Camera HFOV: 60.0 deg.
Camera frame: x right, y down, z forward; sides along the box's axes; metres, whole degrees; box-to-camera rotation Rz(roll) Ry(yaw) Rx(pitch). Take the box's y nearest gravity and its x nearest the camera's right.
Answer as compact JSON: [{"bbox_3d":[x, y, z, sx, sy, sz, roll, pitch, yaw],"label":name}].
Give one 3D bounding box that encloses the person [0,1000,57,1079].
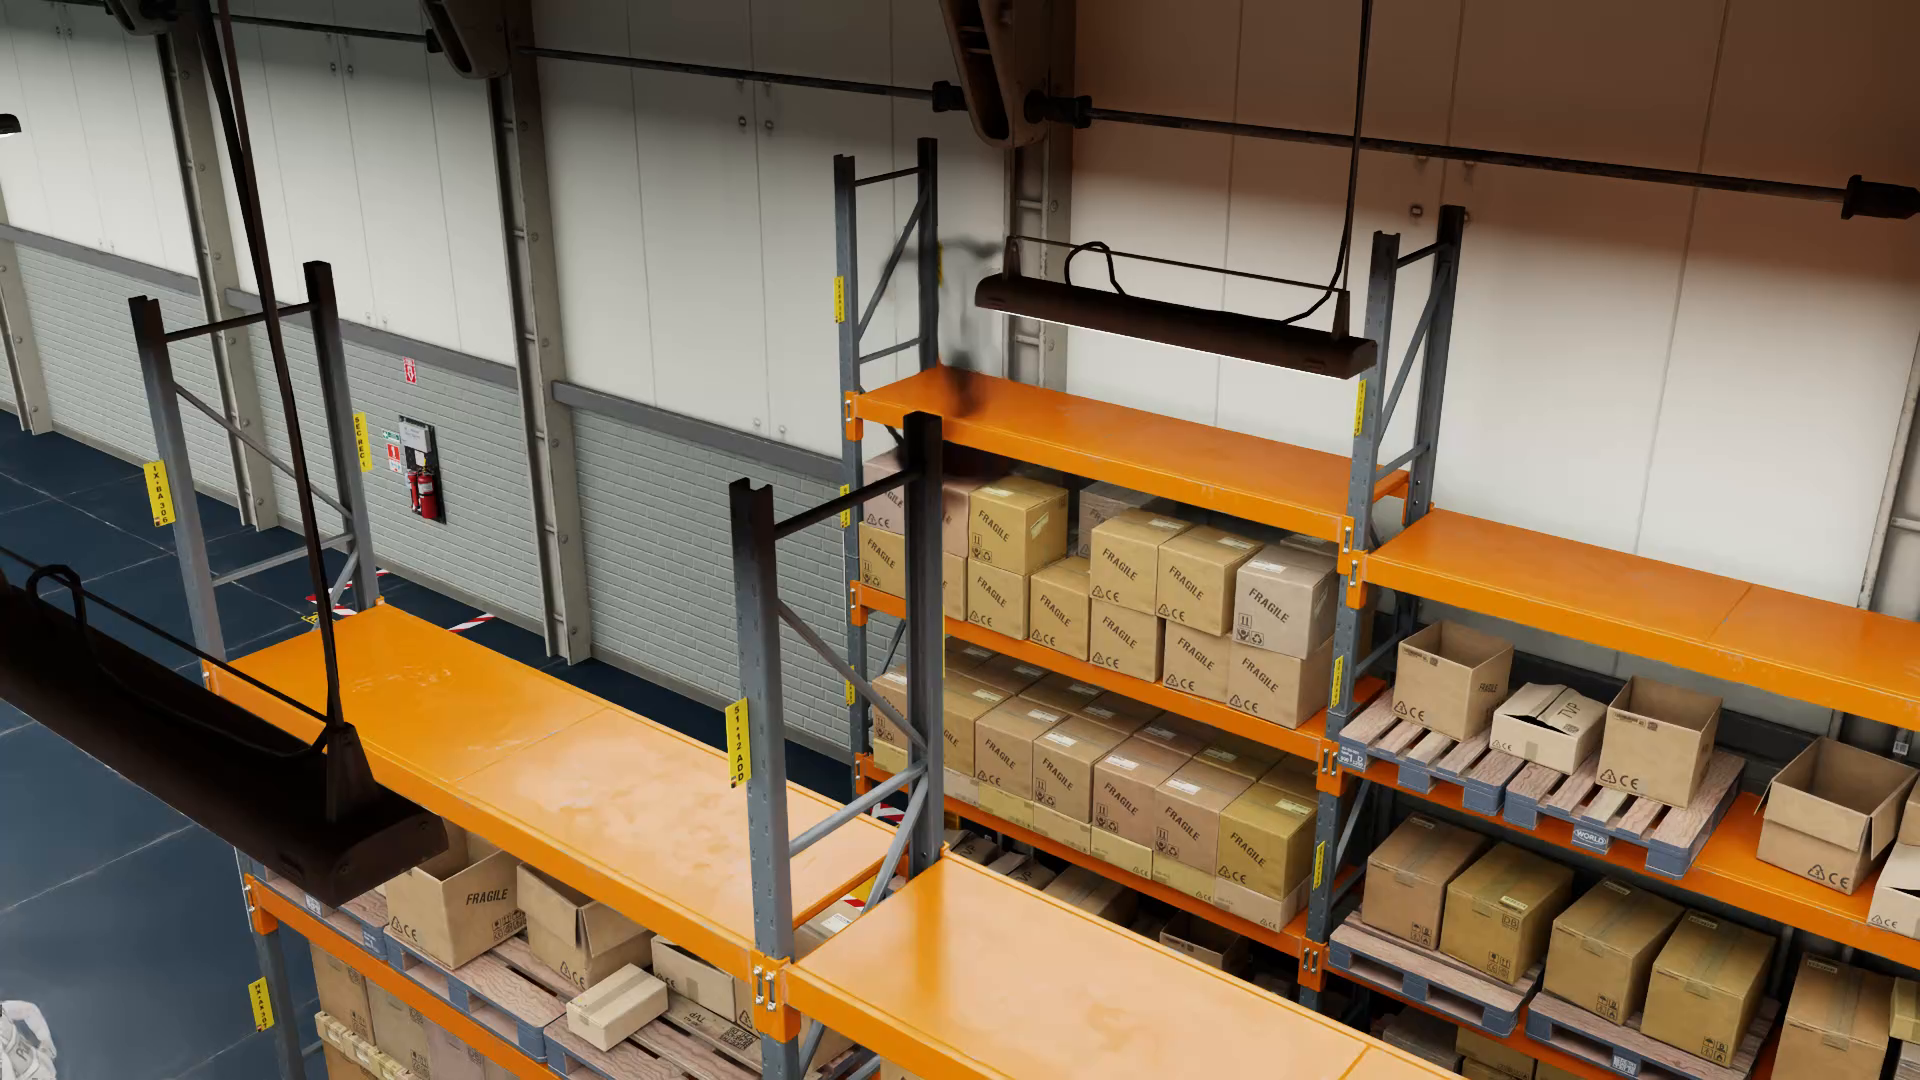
[{"bbox_3d":[-5.890,3.433,10.380,0.665,1.615,0.604,-15,27,-31],"label":"person"}]
